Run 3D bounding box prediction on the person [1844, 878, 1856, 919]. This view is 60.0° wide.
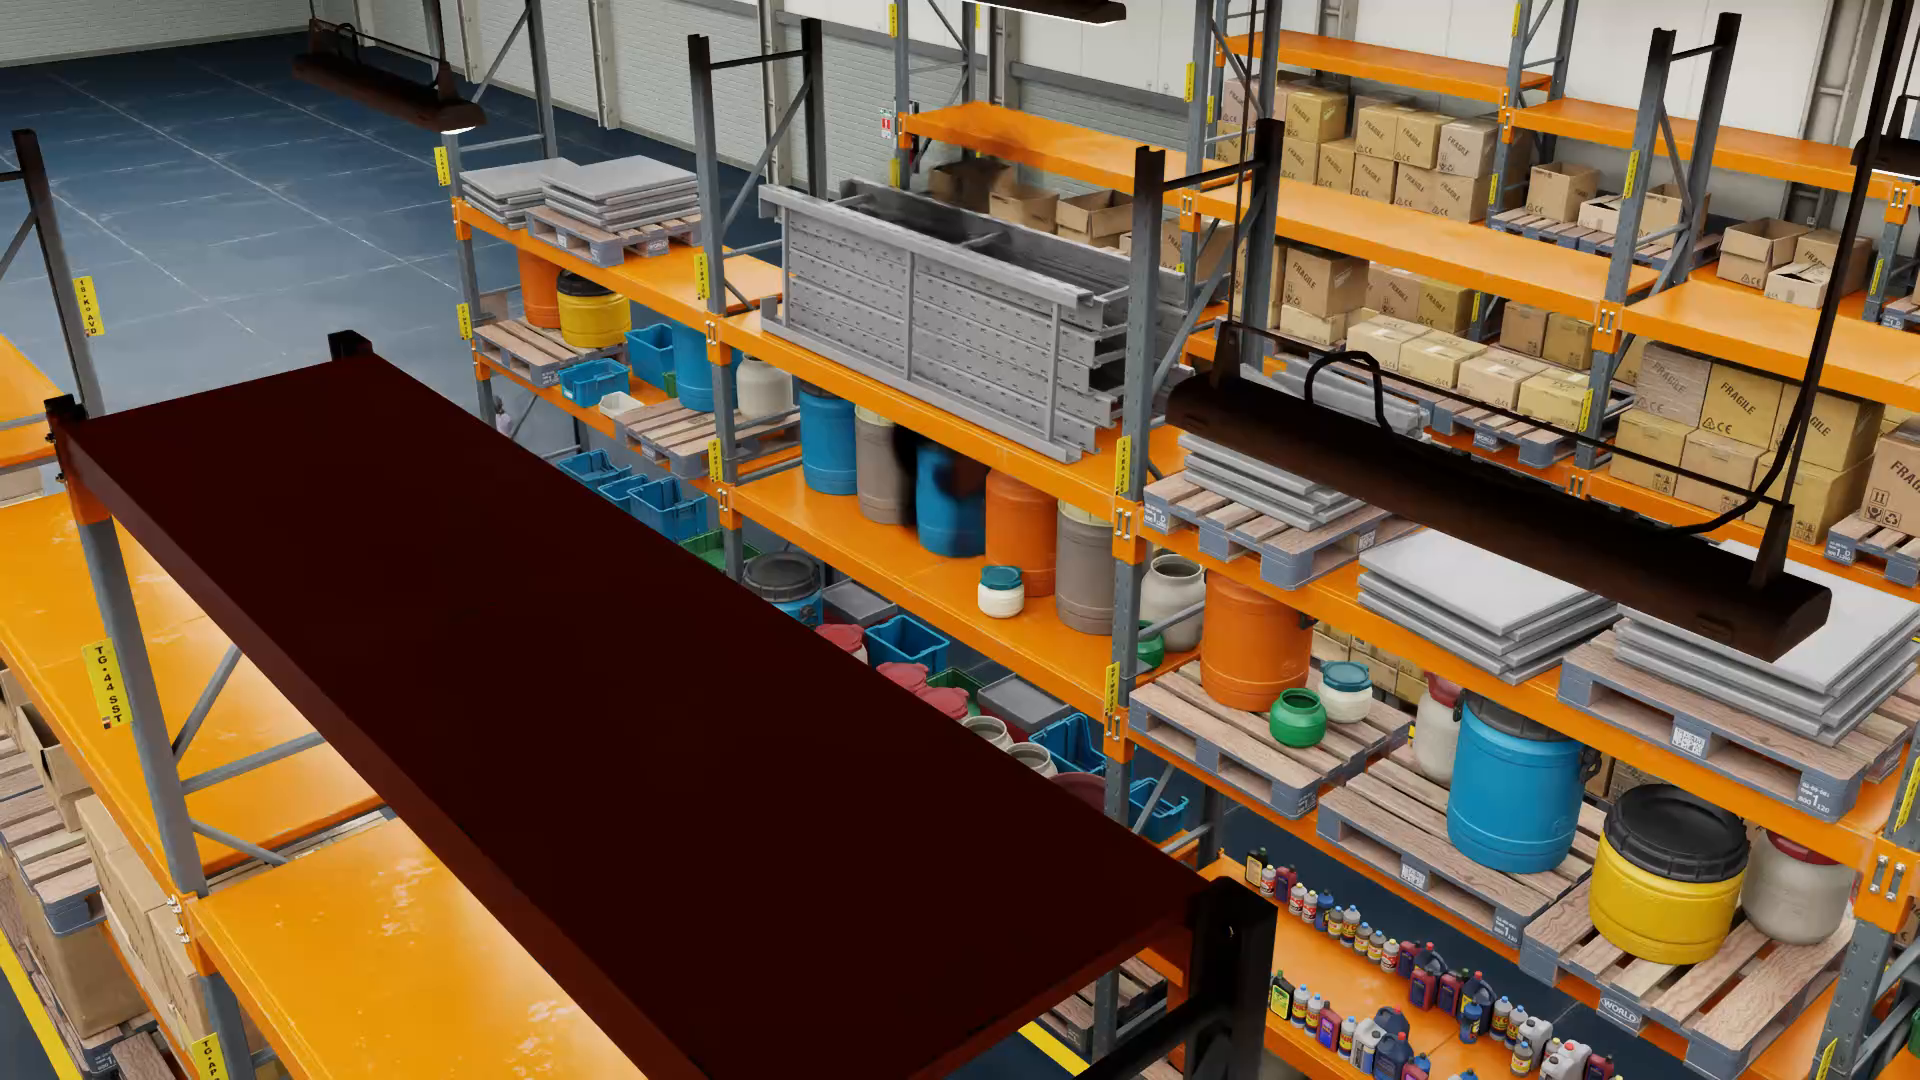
[{"bbox_3d":[5.276,2.716,10.307,0.597,1.745,0.663,22,34,37],"label":"person"}]

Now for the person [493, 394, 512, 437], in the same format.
[{"bbox_3d":[-4.746,-0.723,17.212,0.798,1.574,0.621,5,27,11],"label":"person"}]
